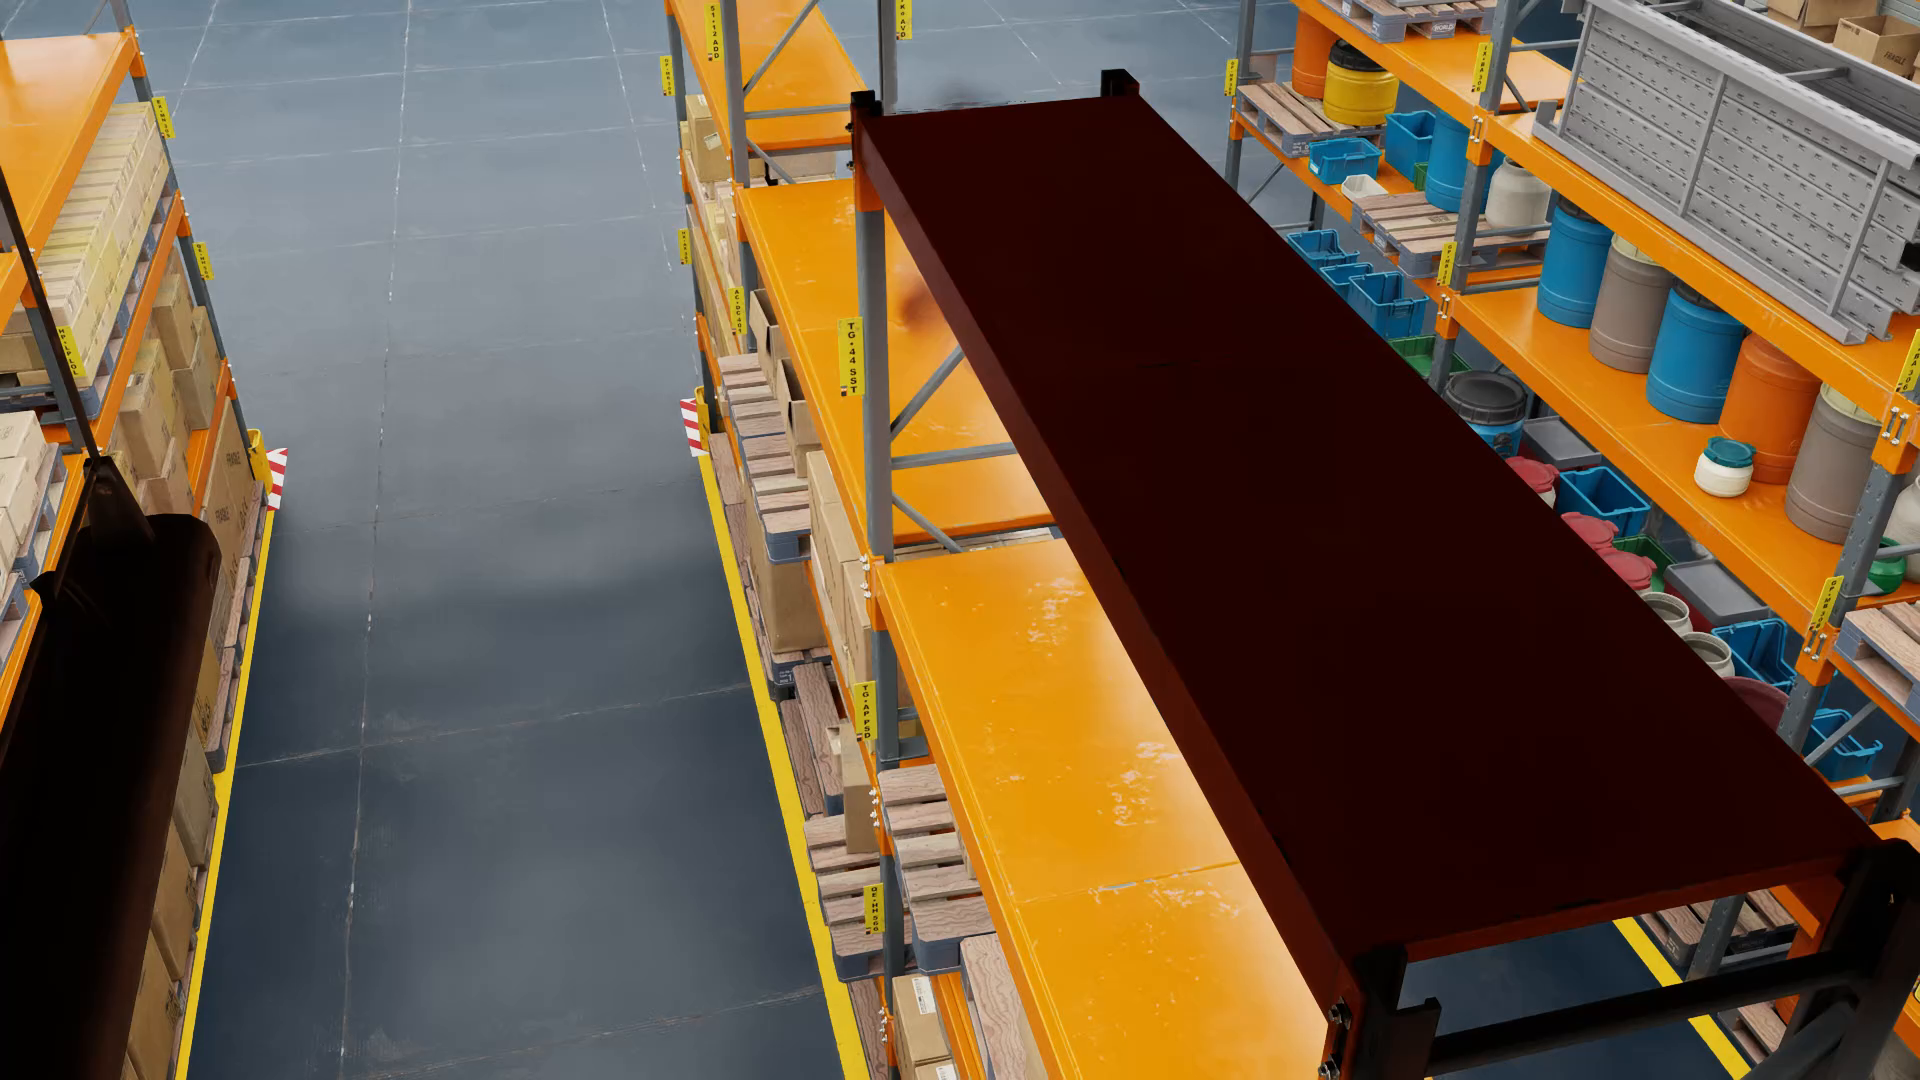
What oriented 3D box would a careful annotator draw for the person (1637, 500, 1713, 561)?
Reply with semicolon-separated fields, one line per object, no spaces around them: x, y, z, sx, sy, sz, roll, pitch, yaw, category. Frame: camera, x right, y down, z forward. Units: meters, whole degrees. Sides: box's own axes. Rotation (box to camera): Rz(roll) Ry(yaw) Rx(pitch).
5.800;-0.403;13.278;0.564;1.592;0.921;-14;37;-20;person
